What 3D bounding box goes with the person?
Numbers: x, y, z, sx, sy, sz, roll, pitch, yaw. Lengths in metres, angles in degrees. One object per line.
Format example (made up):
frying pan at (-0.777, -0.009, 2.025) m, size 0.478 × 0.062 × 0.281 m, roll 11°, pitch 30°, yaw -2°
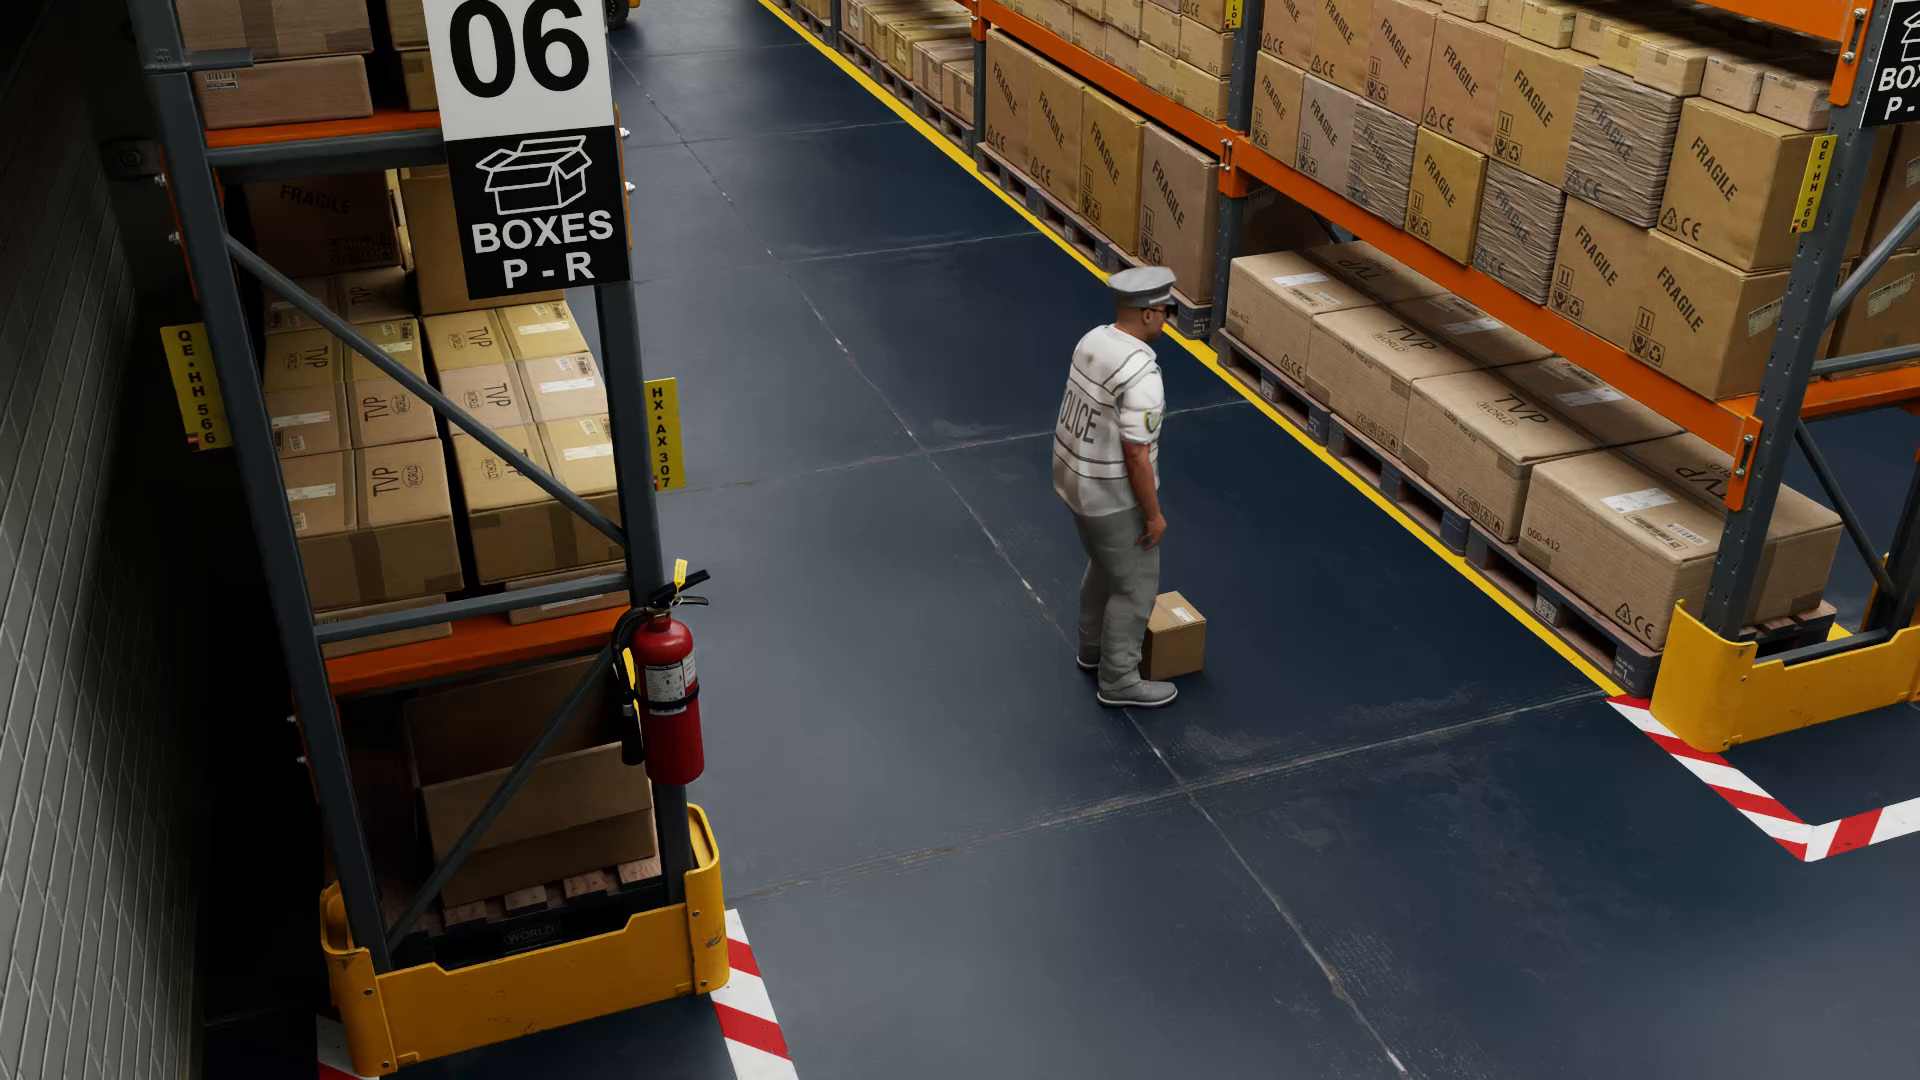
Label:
person at (0.612, -0.200, 6.472) m, size 0.466 × 1.748 × 0.587 m, roll -11°, pitch 31°, yaw -18°
